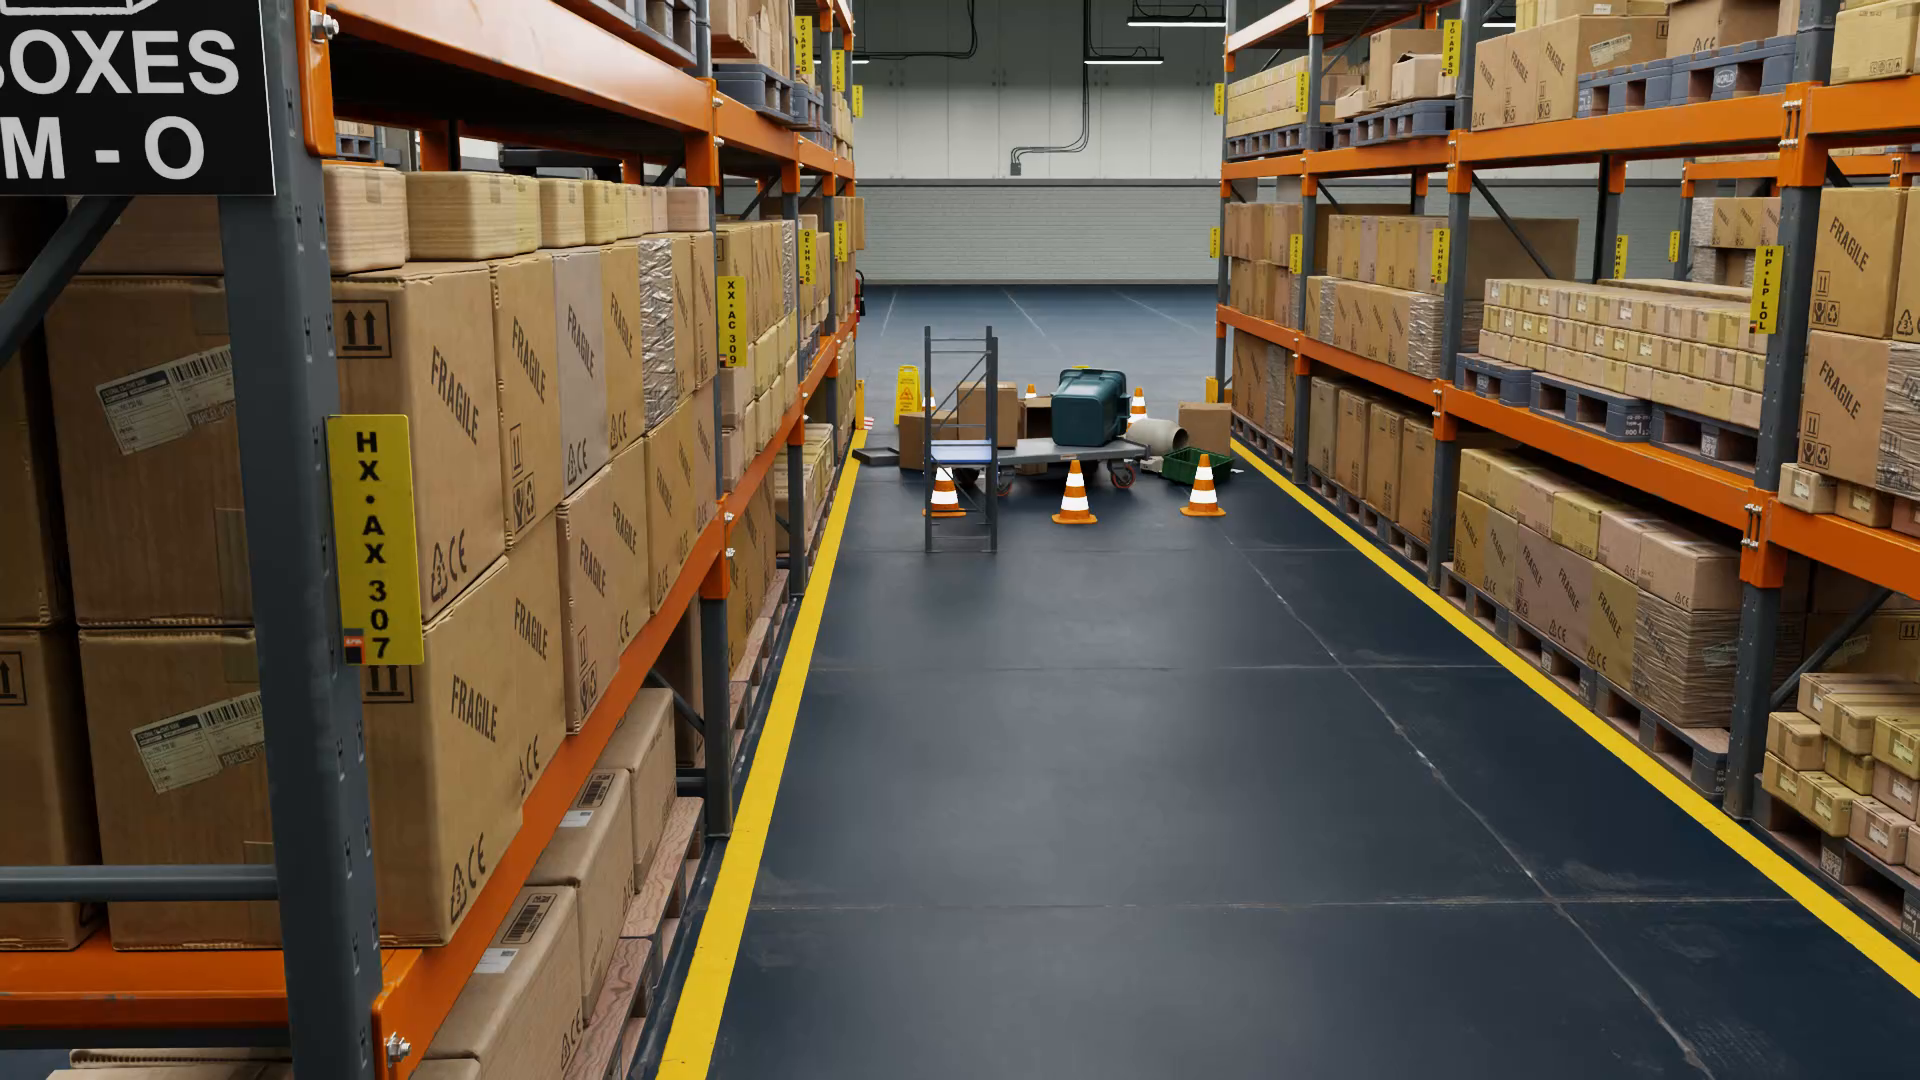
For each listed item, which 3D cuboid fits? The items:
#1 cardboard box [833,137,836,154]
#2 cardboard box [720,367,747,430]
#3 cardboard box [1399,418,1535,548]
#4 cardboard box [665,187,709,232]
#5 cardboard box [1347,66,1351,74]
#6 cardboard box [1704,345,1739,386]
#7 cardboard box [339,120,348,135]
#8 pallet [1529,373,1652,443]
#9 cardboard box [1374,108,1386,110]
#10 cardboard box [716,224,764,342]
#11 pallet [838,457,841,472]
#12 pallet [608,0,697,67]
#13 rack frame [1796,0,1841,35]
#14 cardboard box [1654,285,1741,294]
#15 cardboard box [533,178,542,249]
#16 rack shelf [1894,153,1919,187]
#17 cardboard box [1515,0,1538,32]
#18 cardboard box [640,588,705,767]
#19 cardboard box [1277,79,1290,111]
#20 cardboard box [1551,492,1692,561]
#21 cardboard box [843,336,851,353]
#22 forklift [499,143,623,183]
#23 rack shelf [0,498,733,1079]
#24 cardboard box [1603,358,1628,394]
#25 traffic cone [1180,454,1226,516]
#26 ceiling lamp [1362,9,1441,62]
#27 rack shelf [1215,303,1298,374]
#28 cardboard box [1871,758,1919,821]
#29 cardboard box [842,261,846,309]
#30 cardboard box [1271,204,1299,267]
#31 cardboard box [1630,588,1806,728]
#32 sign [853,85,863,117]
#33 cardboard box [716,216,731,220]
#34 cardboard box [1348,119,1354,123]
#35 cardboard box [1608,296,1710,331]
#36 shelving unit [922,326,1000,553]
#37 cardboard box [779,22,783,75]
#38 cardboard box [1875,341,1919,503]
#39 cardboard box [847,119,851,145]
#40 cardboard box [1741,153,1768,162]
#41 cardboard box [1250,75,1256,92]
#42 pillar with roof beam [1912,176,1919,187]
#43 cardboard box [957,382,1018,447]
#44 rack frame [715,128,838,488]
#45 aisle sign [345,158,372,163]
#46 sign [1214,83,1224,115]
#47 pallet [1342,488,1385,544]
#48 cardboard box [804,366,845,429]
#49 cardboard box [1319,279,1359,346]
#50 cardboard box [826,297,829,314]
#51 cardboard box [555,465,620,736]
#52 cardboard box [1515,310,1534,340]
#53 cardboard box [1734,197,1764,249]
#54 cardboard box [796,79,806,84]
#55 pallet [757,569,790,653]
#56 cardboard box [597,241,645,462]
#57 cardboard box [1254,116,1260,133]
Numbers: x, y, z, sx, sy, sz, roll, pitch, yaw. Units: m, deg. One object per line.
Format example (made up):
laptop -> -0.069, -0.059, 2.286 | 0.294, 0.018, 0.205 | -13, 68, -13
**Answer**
cardboard box -> -1.258, -3.381, 14.269 | 0.380, 0.149, 0.250 | 0, 11, -1
cardboard box -> -1.112, -0.589, 6.538 | 0.500, 0.250, 0.500 | -1, 11, -3
cardboard box -> 3.557, -0.389, 11.034 | 1.050, 0.750, 0.750 | 0, 11, -2
cardboard box -> -1.060, -1.126, 5.666 | 0.380, 0.149, 0.250 | 0, 11, -2
cardboard box -> 3.706, -4.228, 15.132 | 0.380, 0.149, 0.250 | 0, 11, -1
cardboard box -> 3.350, -0.728, 6.932 | 0.380, 0.149, 0.250 | 0, 11, -1
cardboard box -> -6.269, -4.138, 16.398 | 0.396, 0.266, 0.258 | 0, 11, -1
pallet -> 3.561, -0.677, 8.334 | 1.003, 0.211, 1.213 | 0, 11, -1
cardboard box -> 3.224, -3.246, 11.999 | 0.396, 0.266, 0.258 | 0, 11, -1
cardboard box -> -1.152, -1.157, 7.453 | 0.500, 0.500, 0.500 | -1, 11, -3
pallet -> -1.599, -0.686, 14.909 | 1.003, 0.211, 1.213 | 0, 11, -1
pallet -> -1.378, -1.593, 5.044 | 1.003, 0.211, 1.213 | 0, 11, -1
rack frame -> 3.562, -3.309, 5.738 | 1.000, 3.000, 0.127 | 0, 11, -1
cardboard box -> 3.966, -1.288, 8.943 | 0.380, 0.149, 0.250 | 0, 11, 1
cardboard box -> -1.081, -0.670, 3.422 | 0.380, 0.149, 0.250 | 0, 11, -1
rack shelf -> 8.399, -2.680, 11.988 | 1.077, 0.370, 4.000 | 0, 11, -1
cardboard box -> 3.223, -2.875, 8.963 | 0.396, 0.266, 0.258 | 0, 11, -1
cardboard box -> -1.477, 0.384, 6.911 | 0.875, 0.875, 0.875 | 0, 11, 1
cardboard box -> 3.120, -3.954, 14.781 | 0.500, 0.250, 0.500 | 0, 11, -1
cardboard box -> 3.272, -0.072, 8.213 | 0.500, 0.250, 0.500 | -1, 11, -4
cardboard box -> -1.275, -1.925, 16.343 | 0.380, 0.149, 0.250 | 0, 11, 1
forklift -> -3.283, -1.818, 13.650 | 1.130, 2.935, 3.031 | -5, 12, -21
rack shelf -> -1.343, 0.421, 4.247 | 1.077, 0.370, 4.000 | 0, 11, -1
cardboard box -> 3.326, -0.789, 7.980 | 0.380, 0.149, 0.250 | 0, 11, 1
traffic cone -> 1.915, -0.443, 13.081 | 0.336, 0.463, 0.334 | 0, 11, -1
ceiling lamp -> 11.174, -13.626, 41.909 | 2.000, 3.185, 0.800 | 0, 11, -1
rack shelf -> 3.356, -2.004, 16.205 | 1.077, 0.370, 4.000 | 0, 11, -1
cardboard box -> 3.386, 0.848, 5.701 | 0.380, 0.149, 0.250 | 0, 11, -1
cardboard box -> -1.311, -2.402, 15.355 | 0.500, 0.500, 0.500 | 0, 11, -2
cardboard box -> 3.296, -2.745, 14.950 | 0.875, 0.550, 0.550 | 0, 11, -1
cardboard box -> 3.295, 0.504, 7.262 | 0.500, 0.500, 0.500 | 0, 11, -2
sign -> -1.077, -4.616, 17.499 | 0.100, 0.325, 0.005 | 0, 11, -1
cardboard box -> -1.783, -2.166, 11.506 | 0.380, 0.149, 0.250 | -1, 11, -4
cardboard box -> 3.713, -3.786, 14.956 | 0.380, 0.149, 0.250 | 0, 11, -2
cardboard box -> 3.333, -1.082, 7.925 | 0.380, 0.149, 0.250 | -1, 11, -4
shelving unit -> -0.002, -0.752, 11.994 | 0.538, 1.500, 1.048 | 0, 11, -1
cardboard box -> -1.089, -2.462, 8.386 | 0.396, 0.266, 0.258 | -1, 11, -3
cardboard box -> 3.338, -0.366, 5.320 | 0.500, 0.500, 0.500 | 0, 11, -1
cardboard box -> -1.328, -3.953, 16.083 | 0.500, 0.250, 0.500 | 0, 11, 0
cardboard box -> 8.050, -3.854, 16.343 | 0.500, 0.250, 0.500 | 0, 11, -1
cardboard box -> 3.028, -4.427, 16.109 | 0.380, 0.149, 0.250 | 0, 11, -2
pillar with roof beam -> 19.211, -10.374, 40.559 | 9.100, 9.000, 0.548 | 0, 11, -1
cardboard box -> 0.229, -1.078, 14.213 | 0.500, 0.500, 0.500 | 0, 11, -1
rack frame -> -1.550, -1.919, 13.974 | 1.000, 3.000, 0.127 | 0, 11, -1
aisle sign -> -6.303, -3.981, 17.601 | 0.394, 0.787, 0.004 | 0, 11, -1
sign -> 2.759, -4.691, 17.694 | 0.100, 0.325, 0.005 | 0, 11, -1
pallet -> 3.516, -0.197, 12.498 | 1.003, 0.211, 1.213 | 0, 11, -1
cardboard box -> -1.292, -1.263, 14.715 | 0.500, 0.500, 0.500 | 0, 11, 2
cardboard box -> 3.150, -1.802, 13.148 | 0.500, 0.500, 0.500 | 0, 11, -1
cardboard box -> -1.263, -1.901, 13.459 | 0.380, 0.149, 0.250 | 0, 11, 0
cardboard box -> -1.056, 0.119, 3.676 | 0.500, 0.500, 0.500 | 0, 11, -1
cardboard box -> 3.305, -1.189, 9.203 | 0.380, 0.149, 0.250 | -1, 11, -3
cardboard box -> 8.029, -3.130, 16.431 | 0.500, 0.500, 0.500 | 0, 11, -1
cardboard box -> -1.378, -3.204, 12.084 | 0.500, 0.250, 0.500 | 0, 11, 0
pallet -> -1.526, 0.400, 9.558 | 1.003, 0.211, 1.213 | 0, 11, -1
cardboard box -> -1.074, -0.473, 4.082 | 0.500, 0.500, 0.500 | 0, 11, -1
cardboard box -> 3.033, -3.985, 15.939 | 0.380, 0.149, 0.250 | 0, 11, -1
